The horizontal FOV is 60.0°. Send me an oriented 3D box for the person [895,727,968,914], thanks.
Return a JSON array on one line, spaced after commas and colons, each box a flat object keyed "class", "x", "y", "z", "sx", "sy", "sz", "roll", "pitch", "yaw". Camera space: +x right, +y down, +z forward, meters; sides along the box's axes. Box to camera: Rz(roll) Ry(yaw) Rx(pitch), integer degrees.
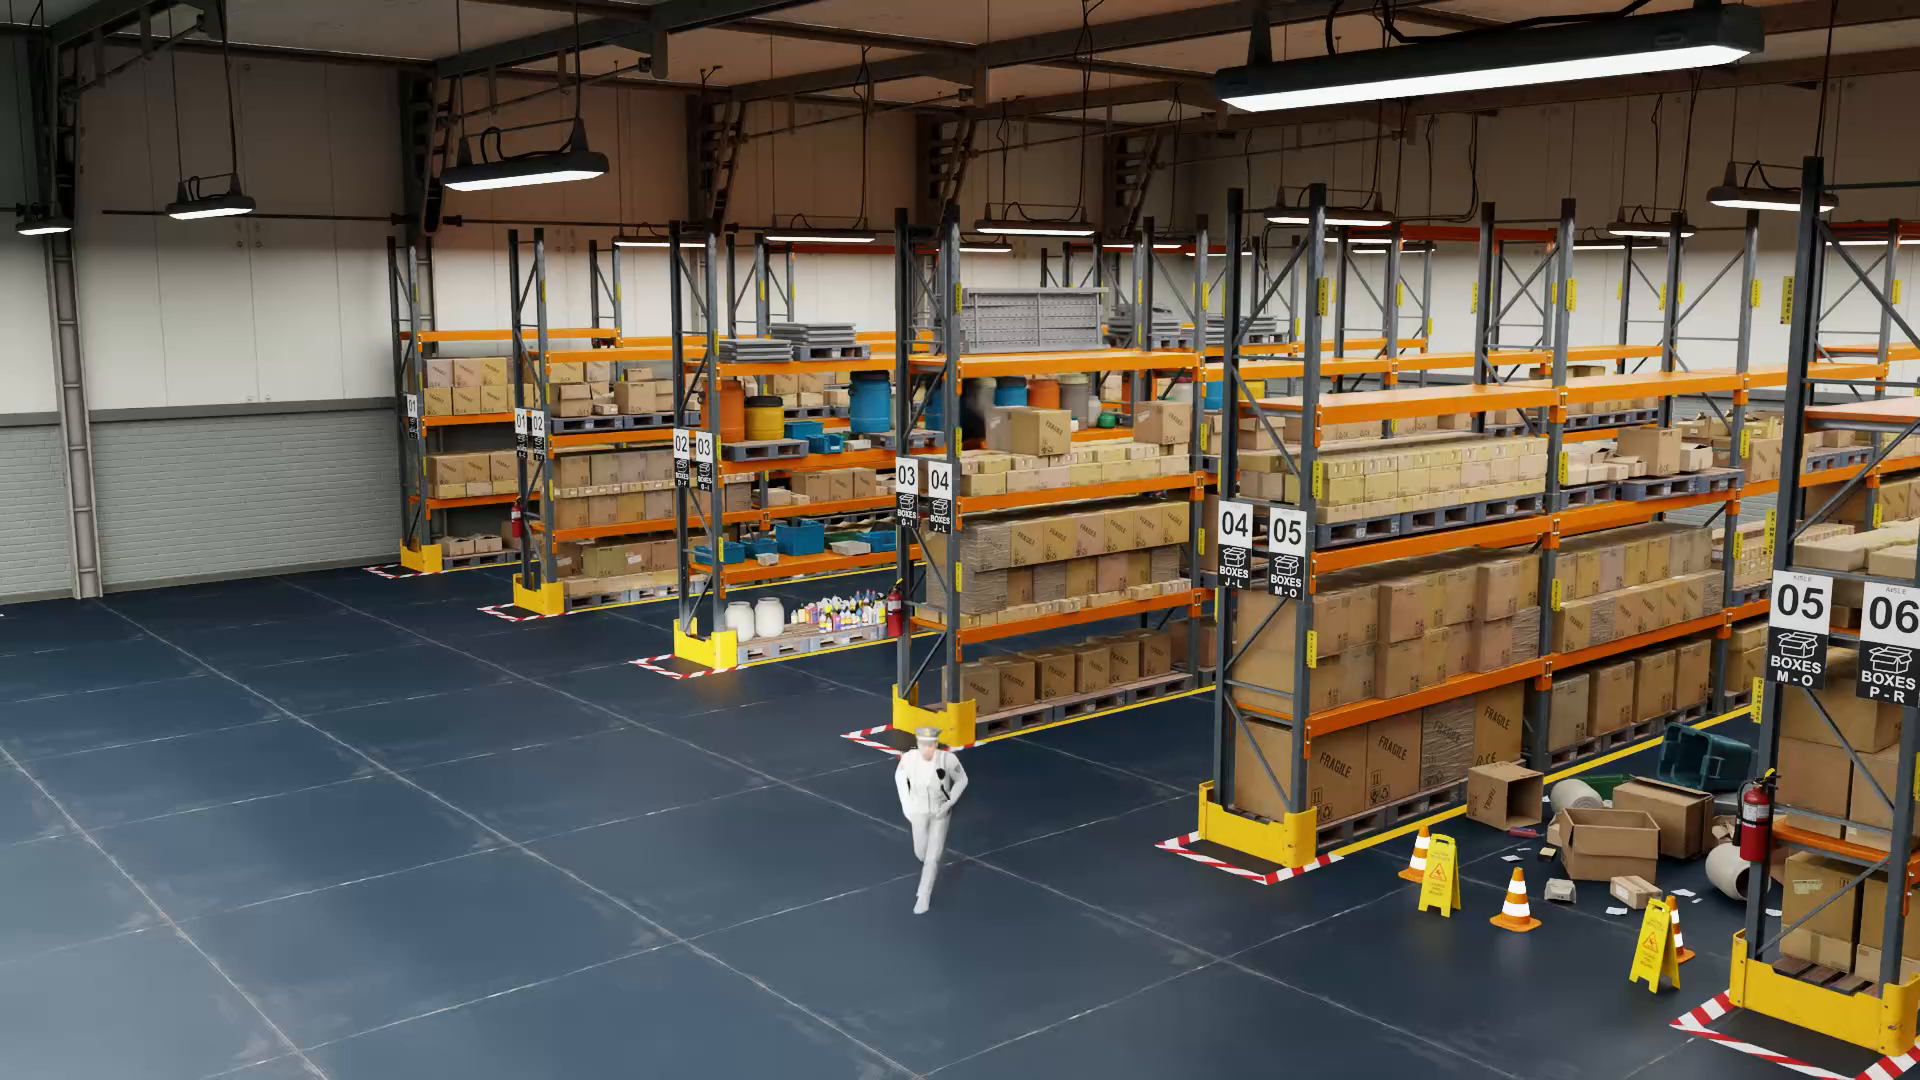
[{"class": "person", "x": -0.235, "y": 2.274, "z": 13.938, "sx": 0.615, "sy": 1.627, "sz": 0.803, "roll": 0, "pitch": 9, "yaw": 2}]
